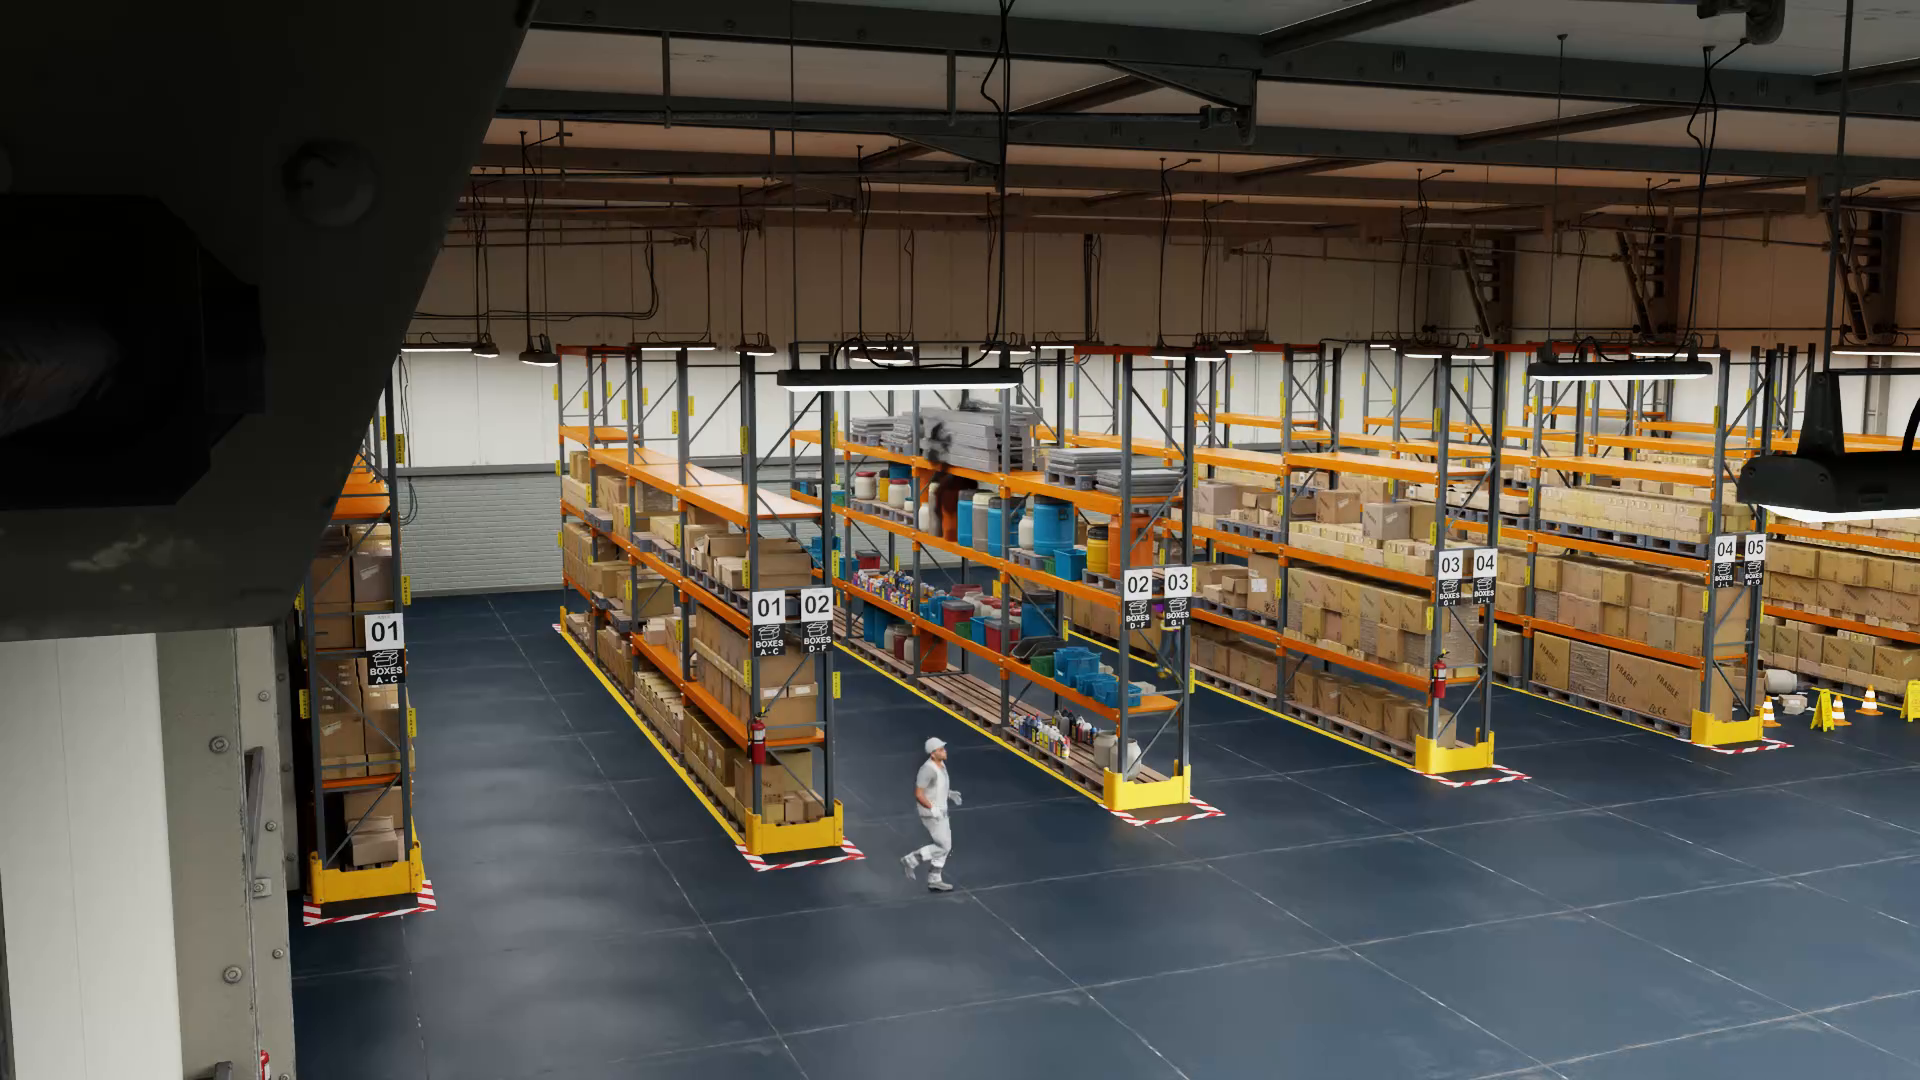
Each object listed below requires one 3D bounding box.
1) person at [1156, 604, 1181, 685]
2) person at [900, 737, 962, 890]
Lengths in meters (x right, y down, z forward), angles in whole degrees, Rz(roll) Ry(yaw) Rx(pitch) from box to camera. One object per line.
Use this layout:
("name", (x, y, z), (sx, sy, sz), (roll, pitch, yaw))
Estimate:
("person", (3.613, 1.587, 28.404), (0.676, 1.872, 0.746), (-4, 8, -26))
("person", (-0.322, 3.087, 18.839), (0.647, 1.755, 0.650), (2, 7, 13))
